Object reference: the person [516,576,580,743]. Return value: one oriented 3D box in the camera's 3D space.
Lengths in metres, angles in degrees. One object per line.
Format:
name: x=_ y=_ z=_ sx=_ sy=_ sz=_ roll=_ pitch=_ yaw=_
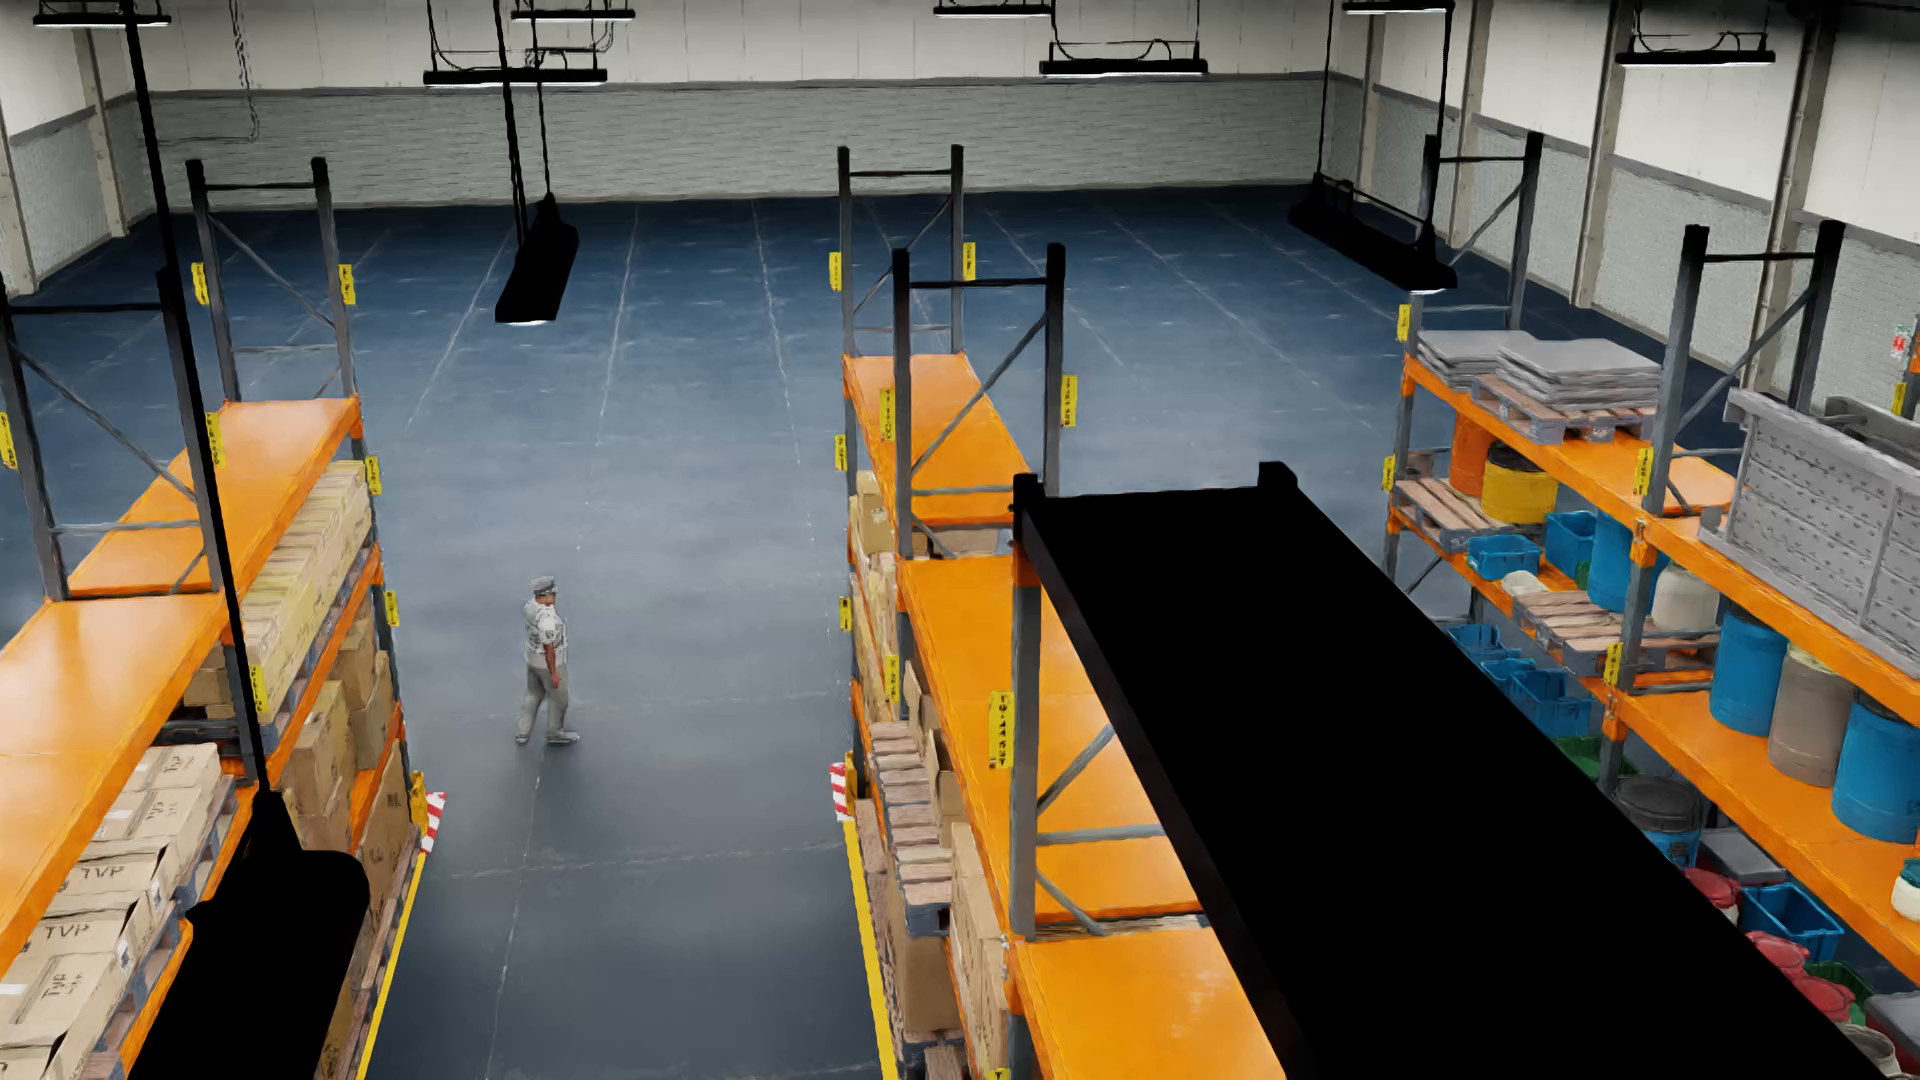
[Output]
person: x=-4.118 y=1.192 z=16.284 sx=0.569 sy=1.748 sz=0.657 roll=-15 pitch=26 yaw=-33
